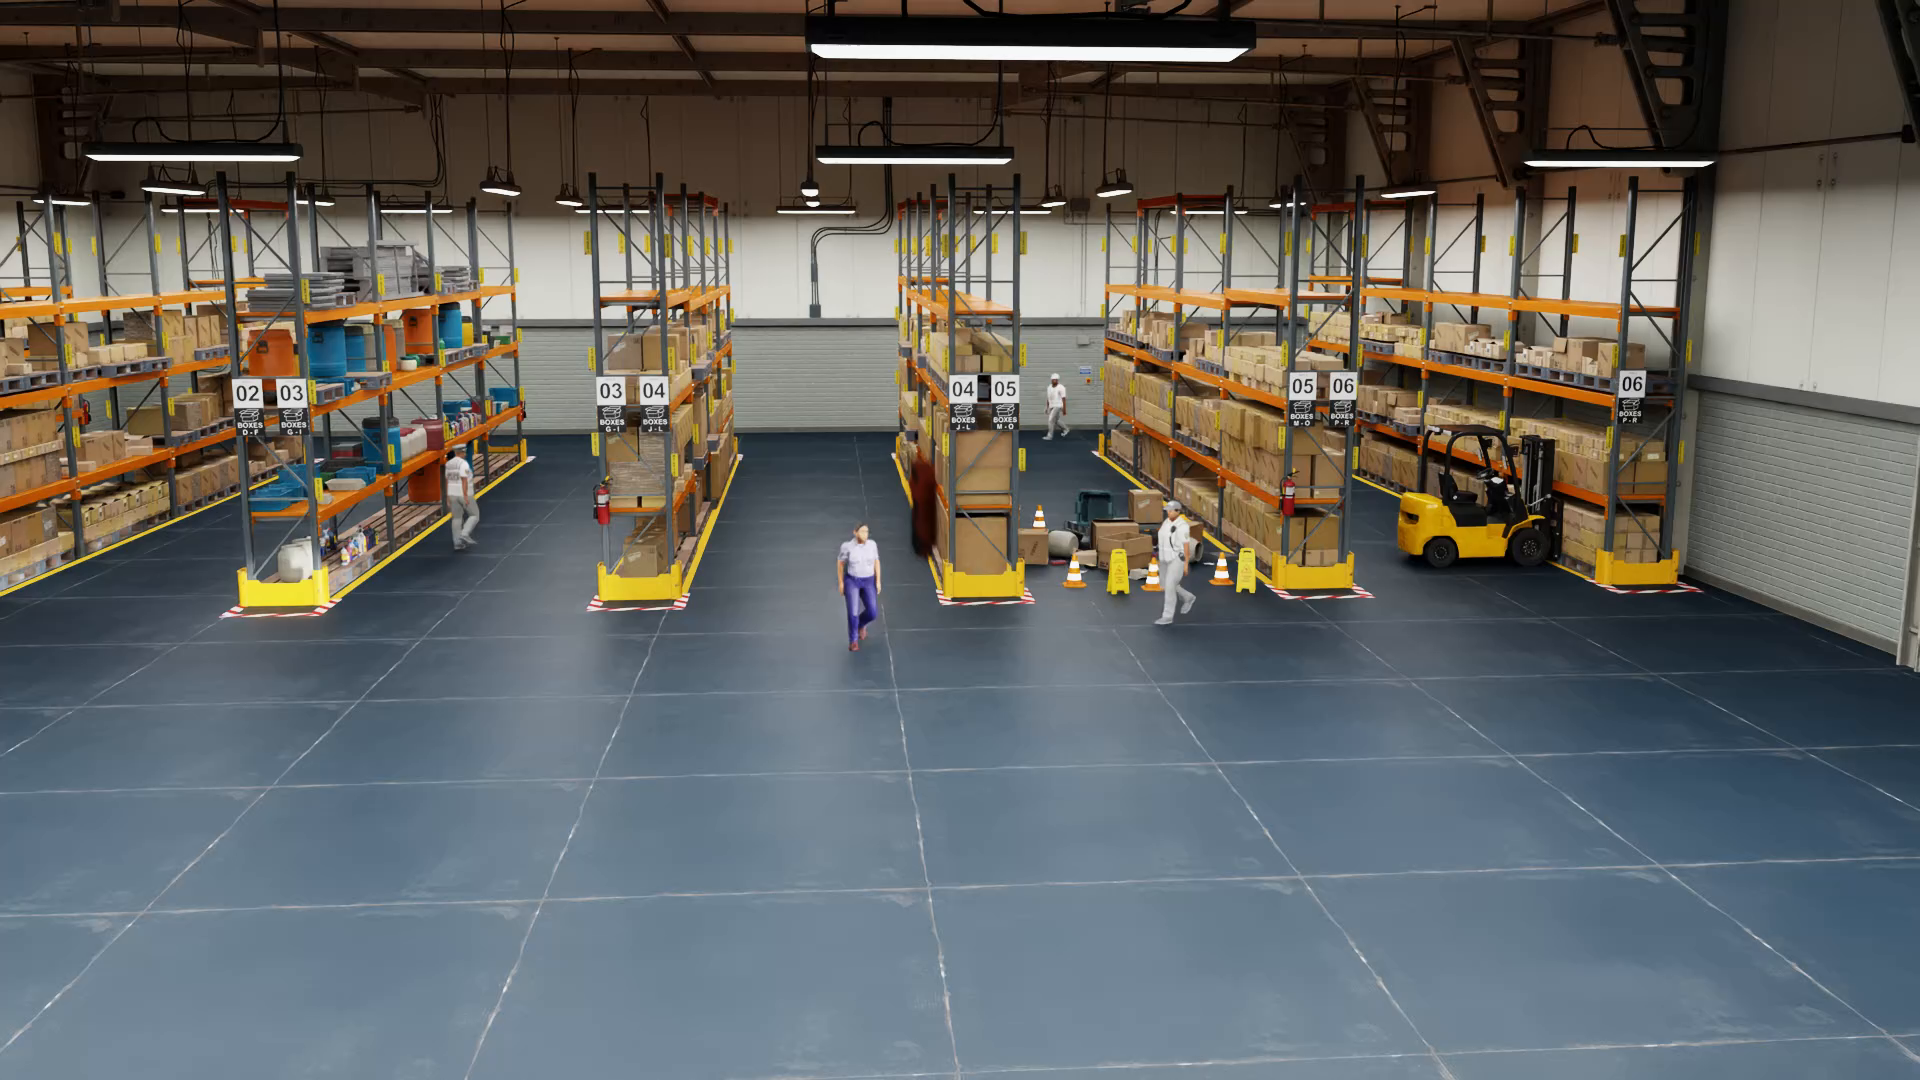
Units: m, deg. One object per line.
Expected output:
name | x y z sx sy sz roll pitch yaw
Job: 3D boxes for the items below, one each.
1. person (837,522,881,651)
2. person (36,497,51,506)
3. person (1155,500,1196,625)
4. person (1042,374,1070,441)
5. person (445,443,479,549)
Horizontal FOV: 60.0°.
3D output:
person | -1.298 0.548 21.000 0.538 1.629 0.575 -4 11 -20
person | -16.747 -1.067 30.004 0.516 1.655 0.481 2 10 10
person | 2.895 0.272 22.395 0.841 1.629 0.500 -6 12 -31
person | 2.517 -3.479 43.391 0.983 1.732 0.544 -6 12 -31
person | -8.340 -0.725 27.756 0.598 1.740 0.556 2 10 11
